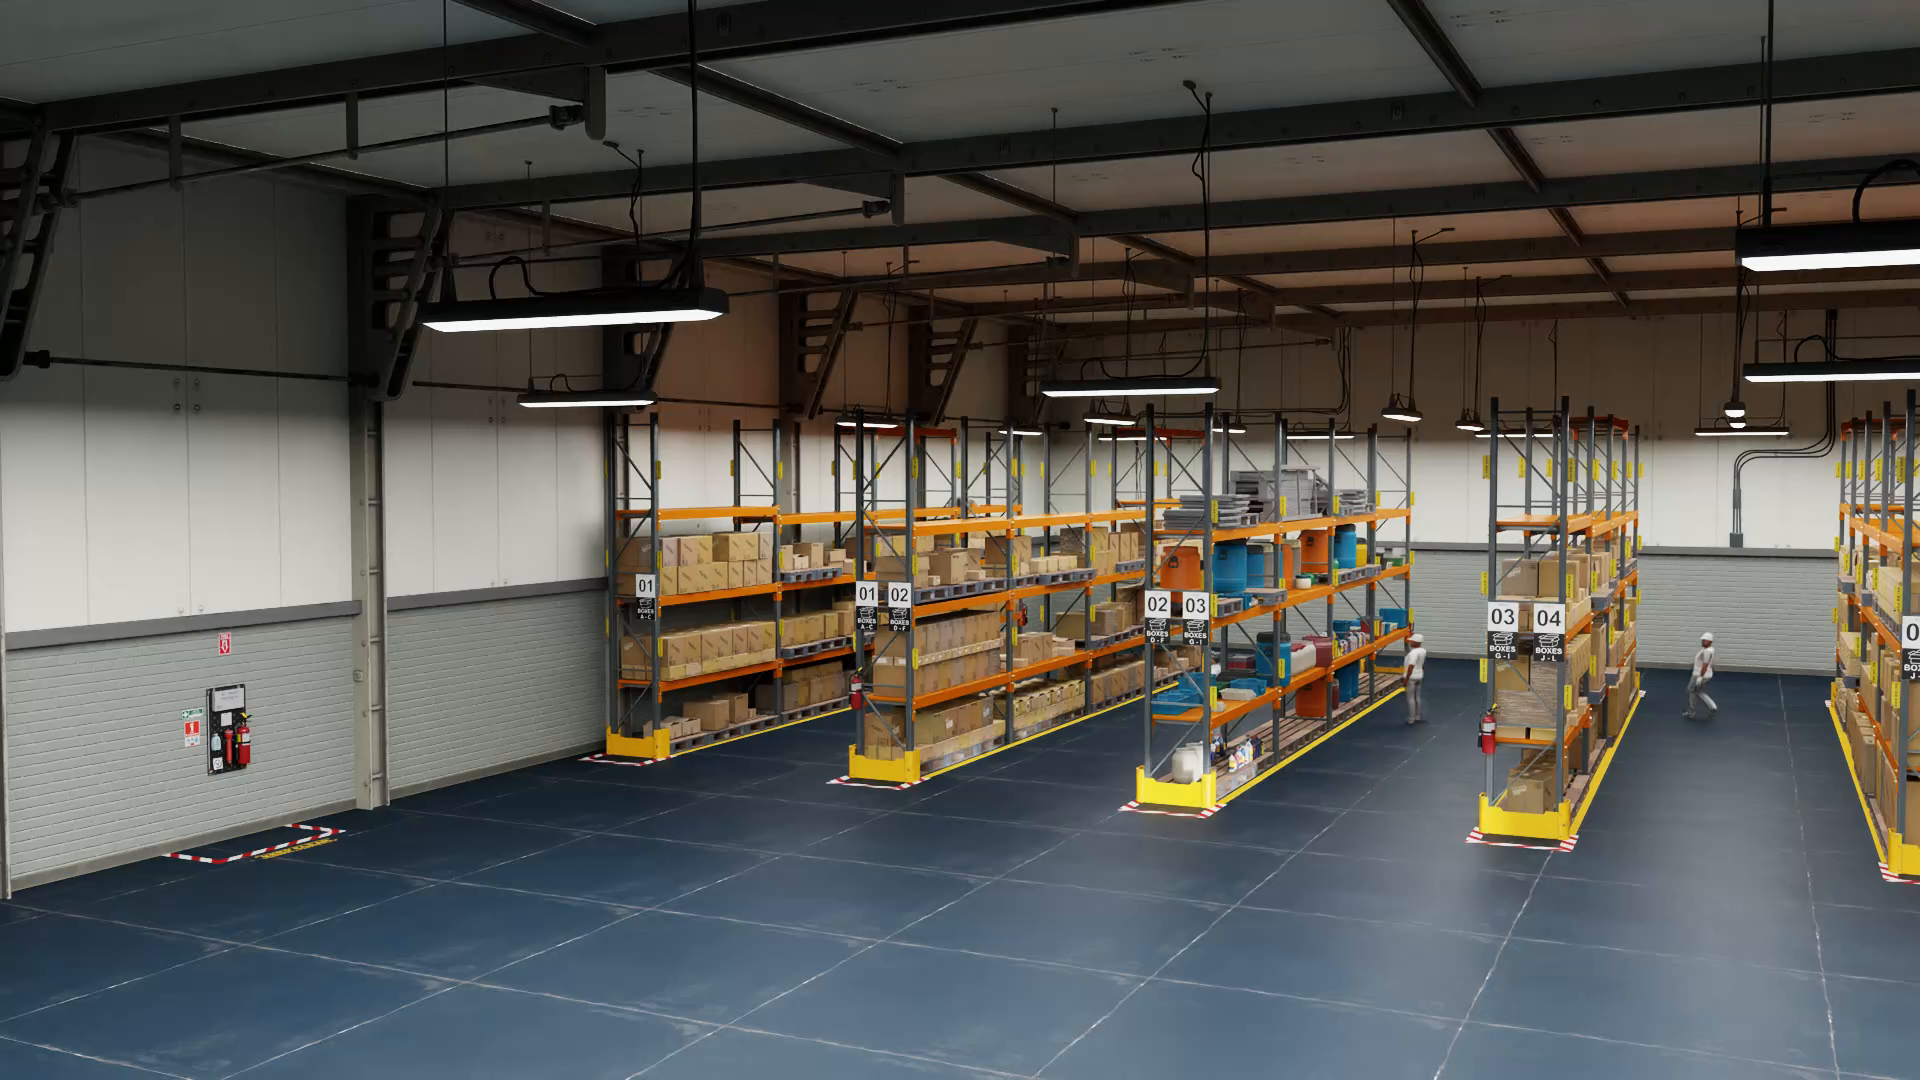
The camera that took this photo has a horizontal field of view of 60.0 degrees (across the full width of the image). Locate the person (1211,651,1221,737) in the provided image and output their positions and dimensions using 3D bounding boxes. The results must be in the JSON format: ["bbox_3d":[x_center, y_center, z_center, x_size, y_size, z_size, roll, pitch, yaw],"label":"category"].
[{"bbox_3d":[4.666,2.878,30.584,0.395,1.669,0.520,1,2,16],"label":"person"}]

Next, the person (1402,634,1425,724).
[{"bbox_3d":[8.944,2.736,32.967,0.527,1.767,0.591,2,3,44],"label":"person"}]

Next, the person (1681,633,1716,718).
[{"bbox_3d":[14.876,2.732,33.529,0.658,1.748,0.577,2,3,41],"label":"person"}]
